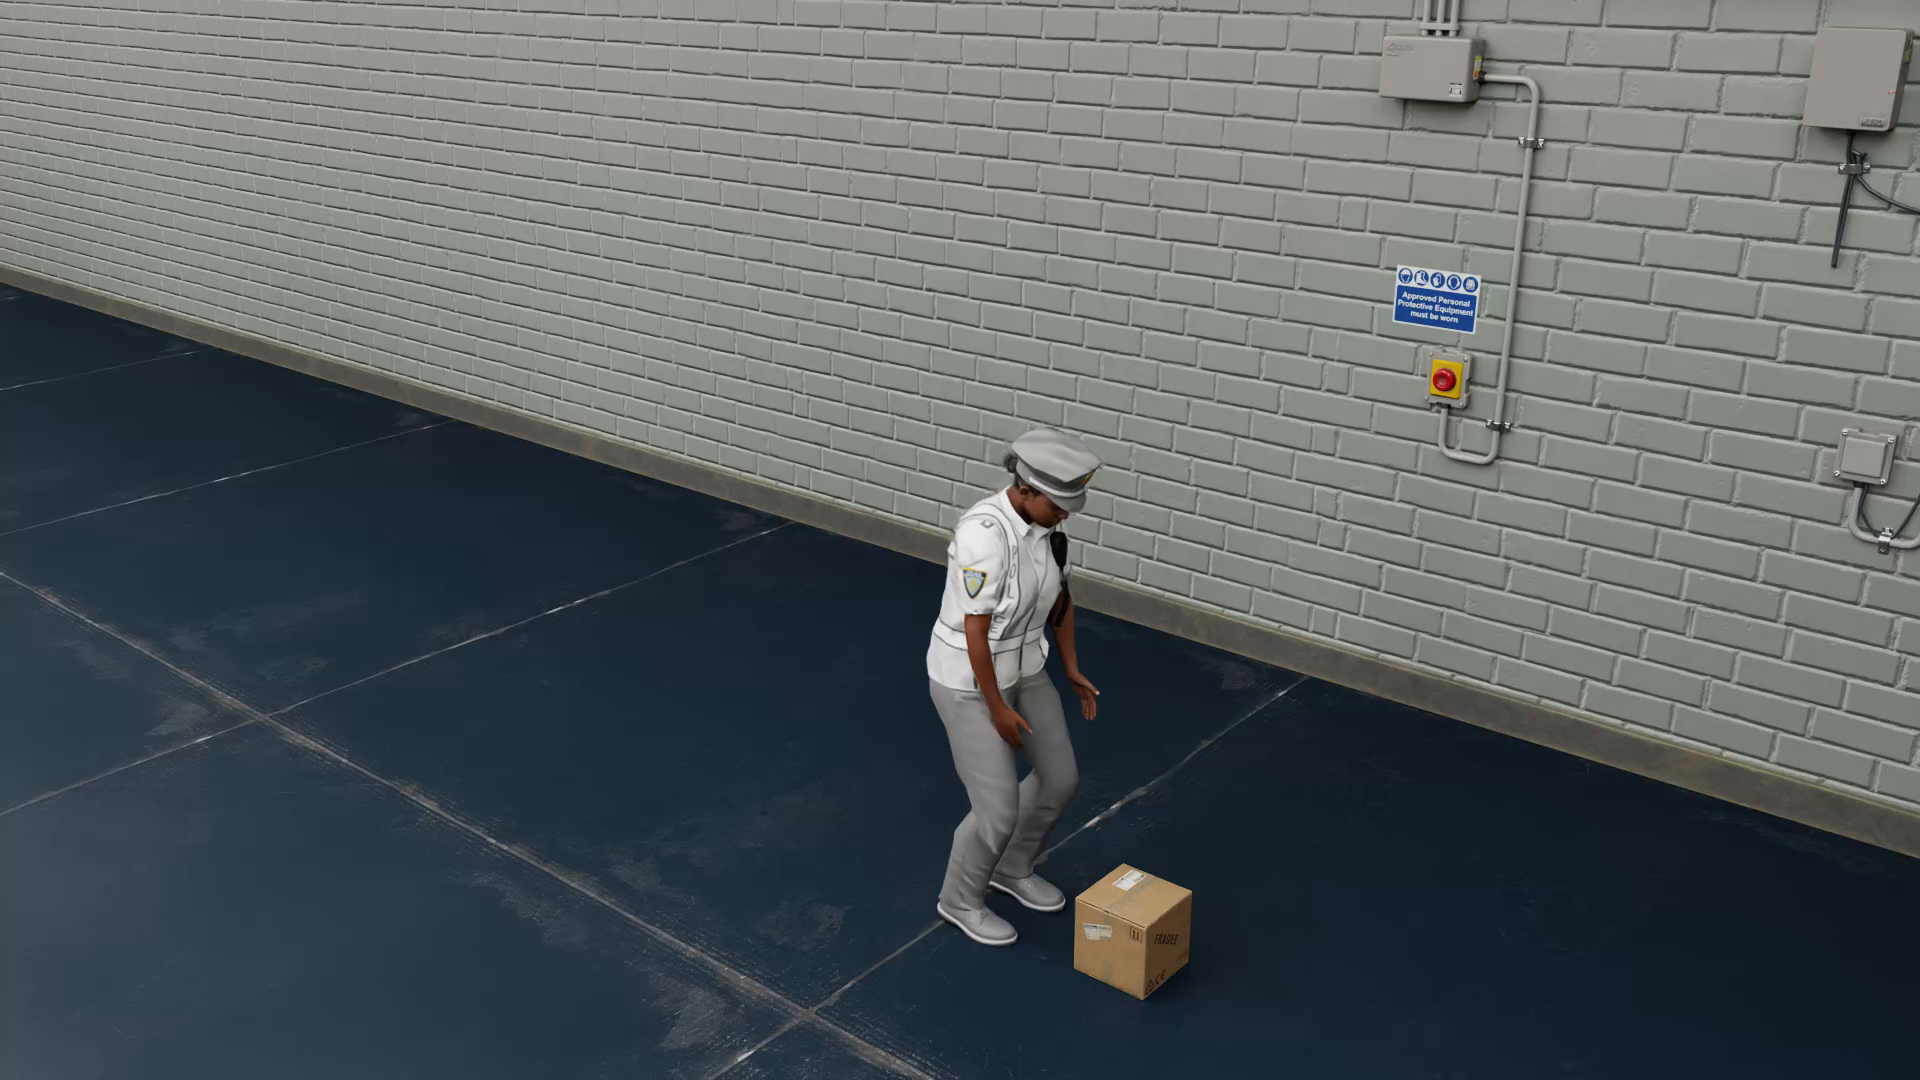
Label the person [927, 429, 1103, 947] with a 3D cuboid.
[{"bbox_3d":[0.172,0.435,5.024,0.500,1.592,0.469,17,26,38],"label":"person"}]
